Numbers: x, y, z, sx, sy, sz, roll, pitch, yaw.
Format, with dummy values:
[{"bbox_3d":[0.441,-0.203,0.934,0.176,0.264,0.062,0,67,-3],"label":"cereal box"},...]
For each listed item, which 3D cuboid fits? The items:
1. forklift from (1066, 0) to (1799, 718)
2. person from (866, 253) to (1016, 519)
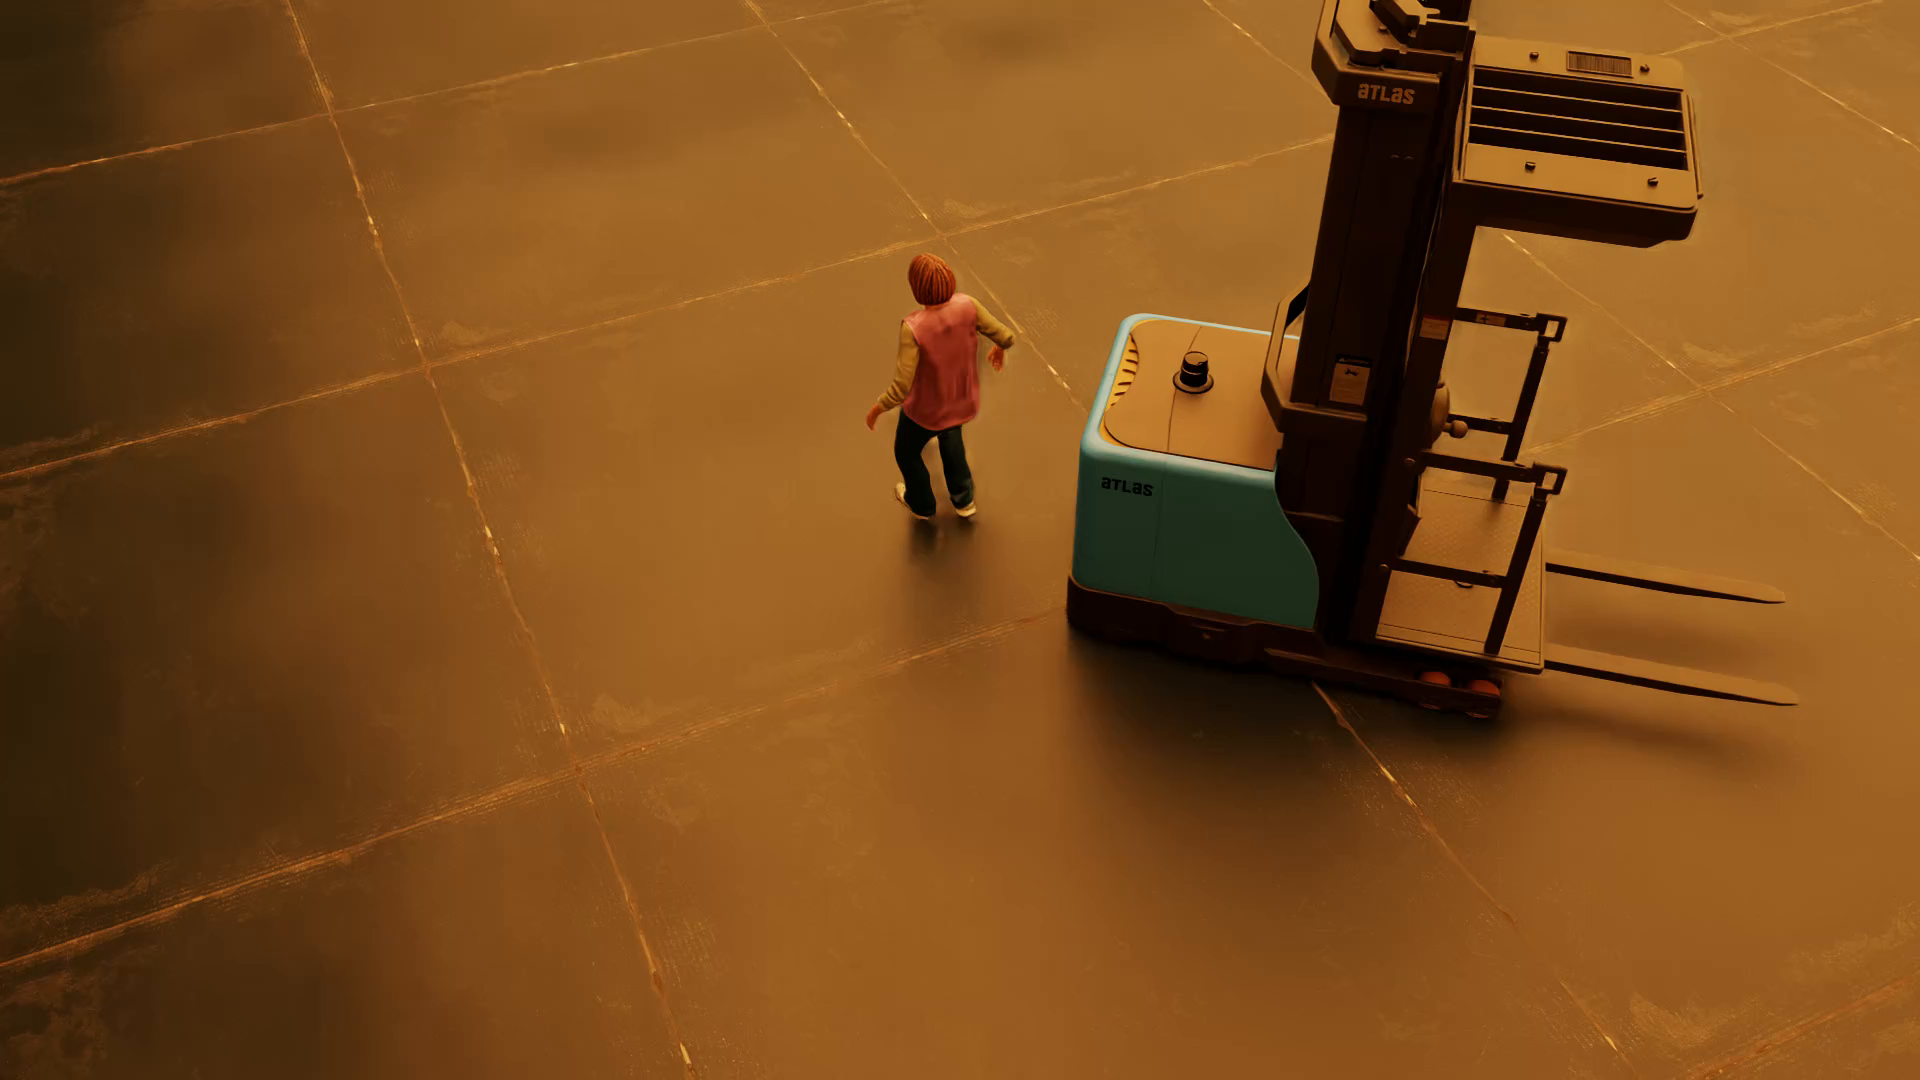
[{"bbox_3d":[2.048,-0.726,6.458,3.031,2.935,1.130,10,44,11],"label":"forklift"},{"bbox_3d":[-0.133,-0.661,7.425,0.716,1.564,0.551,-21,47,-21],"label":"person"}]
